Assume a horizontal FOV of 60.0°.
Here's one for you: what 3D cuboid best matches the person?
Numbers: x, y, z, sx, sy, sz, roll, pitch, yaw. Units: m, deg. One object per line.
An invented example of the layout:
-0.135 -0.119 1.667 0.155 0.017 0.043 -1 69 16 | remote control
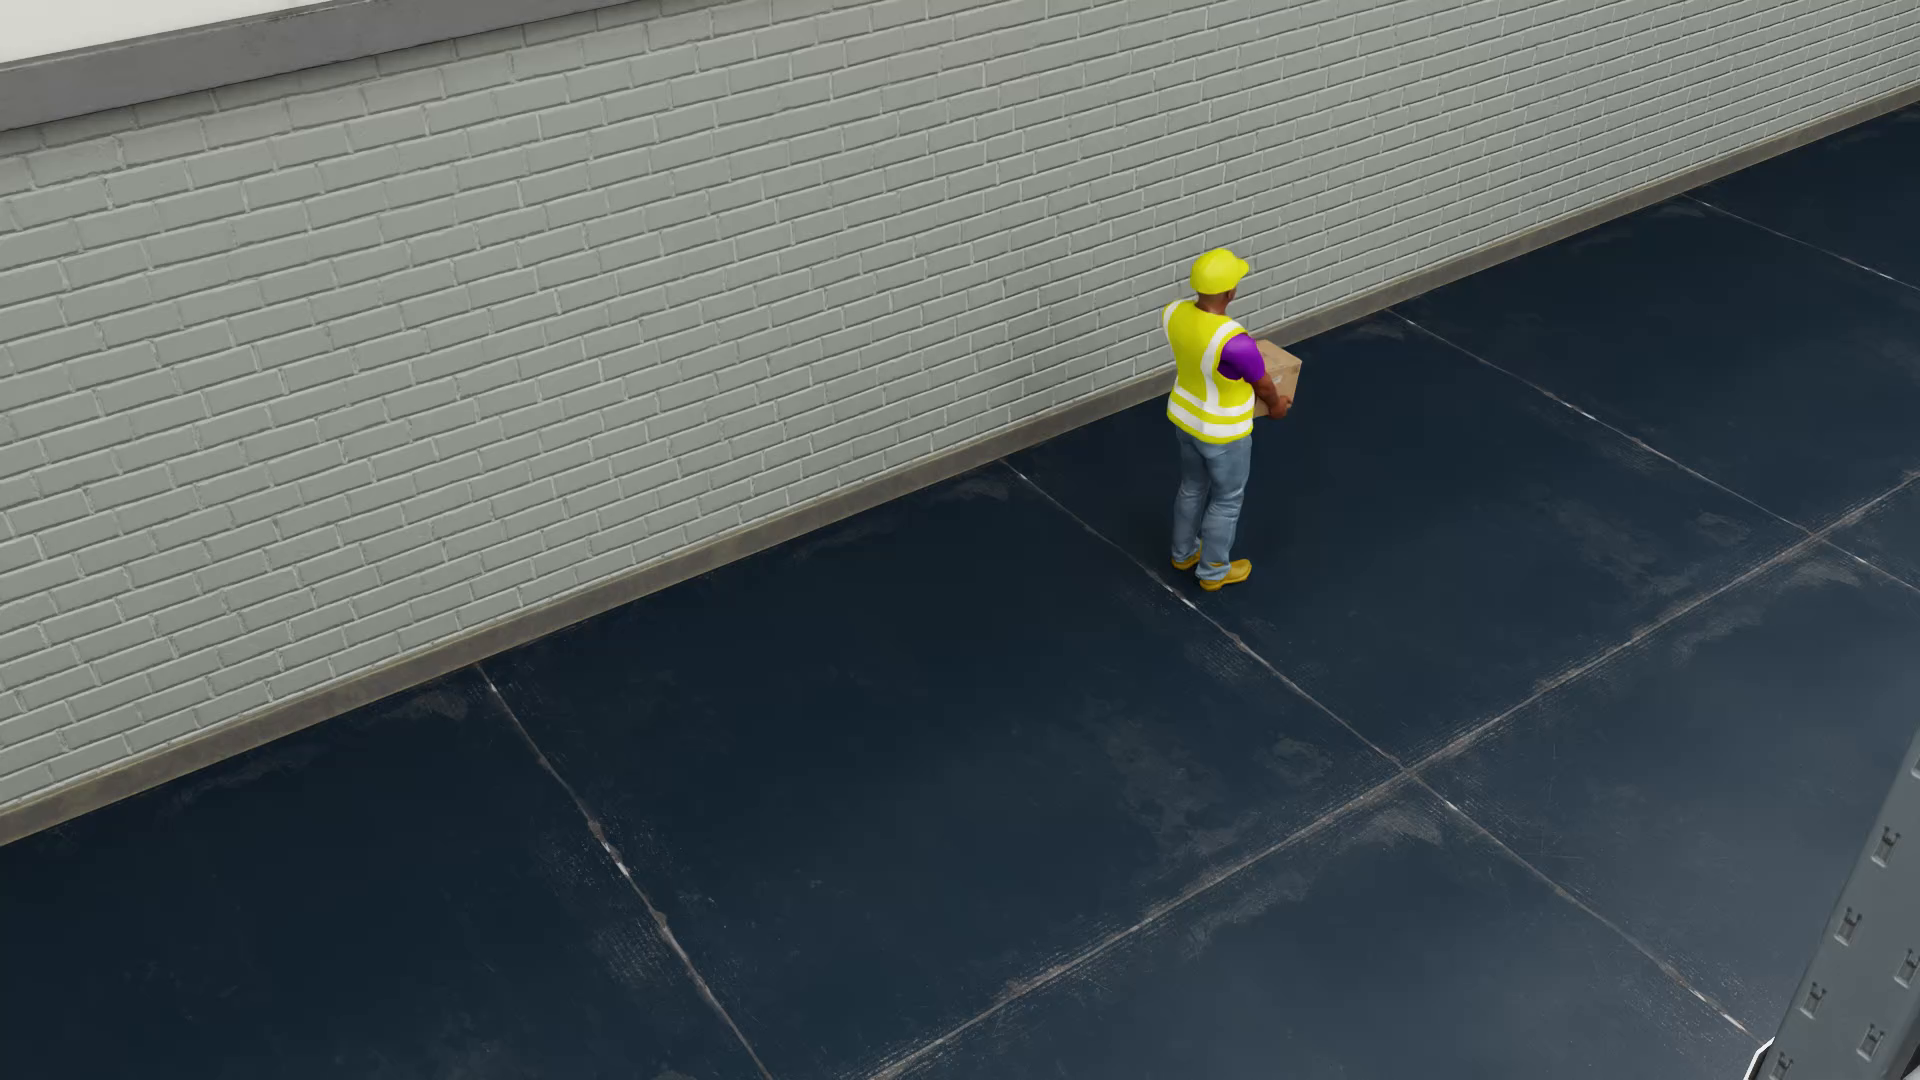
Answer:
1.240 -0.583 7.784 0.569 1.761 0.504 -22 41 -27 | person
